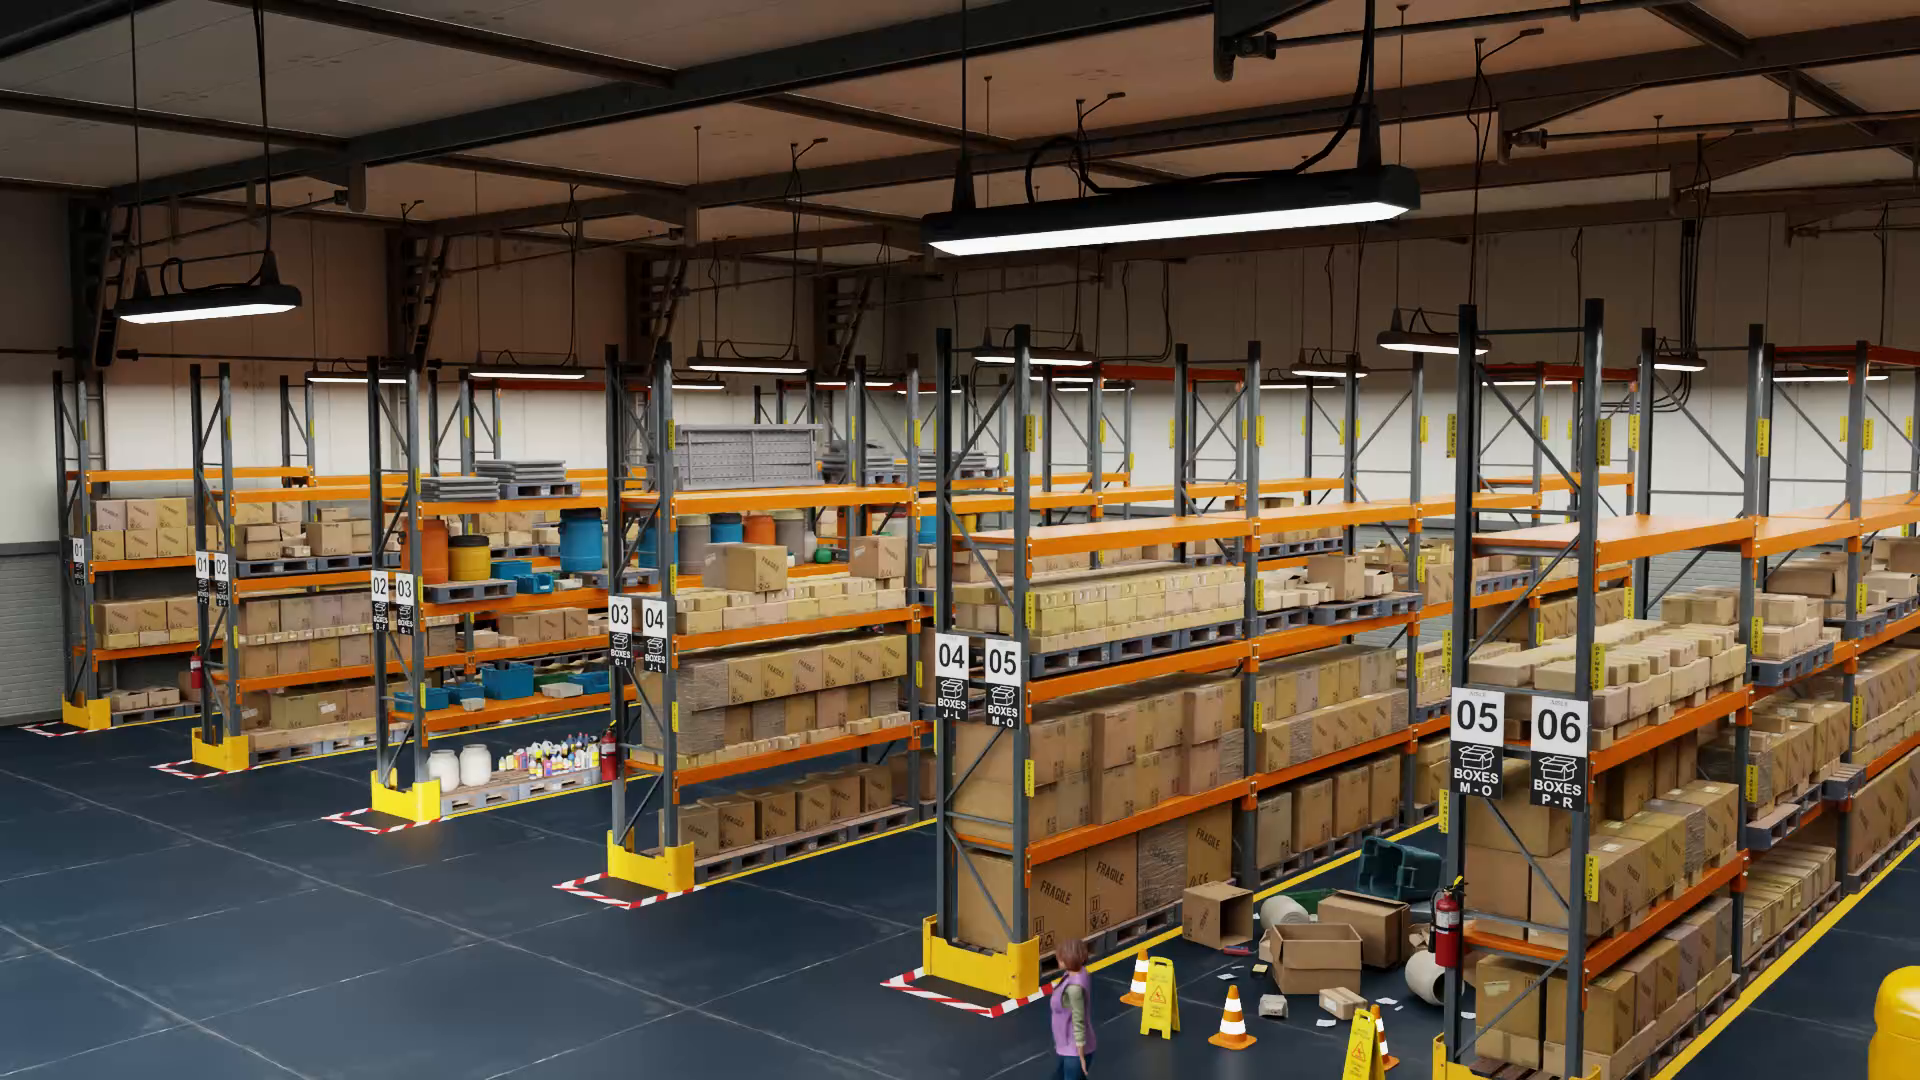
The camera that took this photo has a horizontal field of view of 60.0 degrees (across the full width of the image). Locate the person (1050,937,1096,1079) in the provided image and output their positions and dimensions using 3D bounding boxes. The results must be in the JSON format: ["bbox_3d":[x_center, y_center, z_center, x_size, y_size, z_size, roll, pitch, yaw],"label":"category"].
[{"bbox_3d":[0.802,3.523,11.476,0.367,1.604,0.474,0,4,3],"label":"person"}]

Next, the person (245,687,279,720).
[{"bbox_3d":[-11.332,2.418,26.989,0.530,1.740,0.365,-3,5,-35],"label":"person"}]
